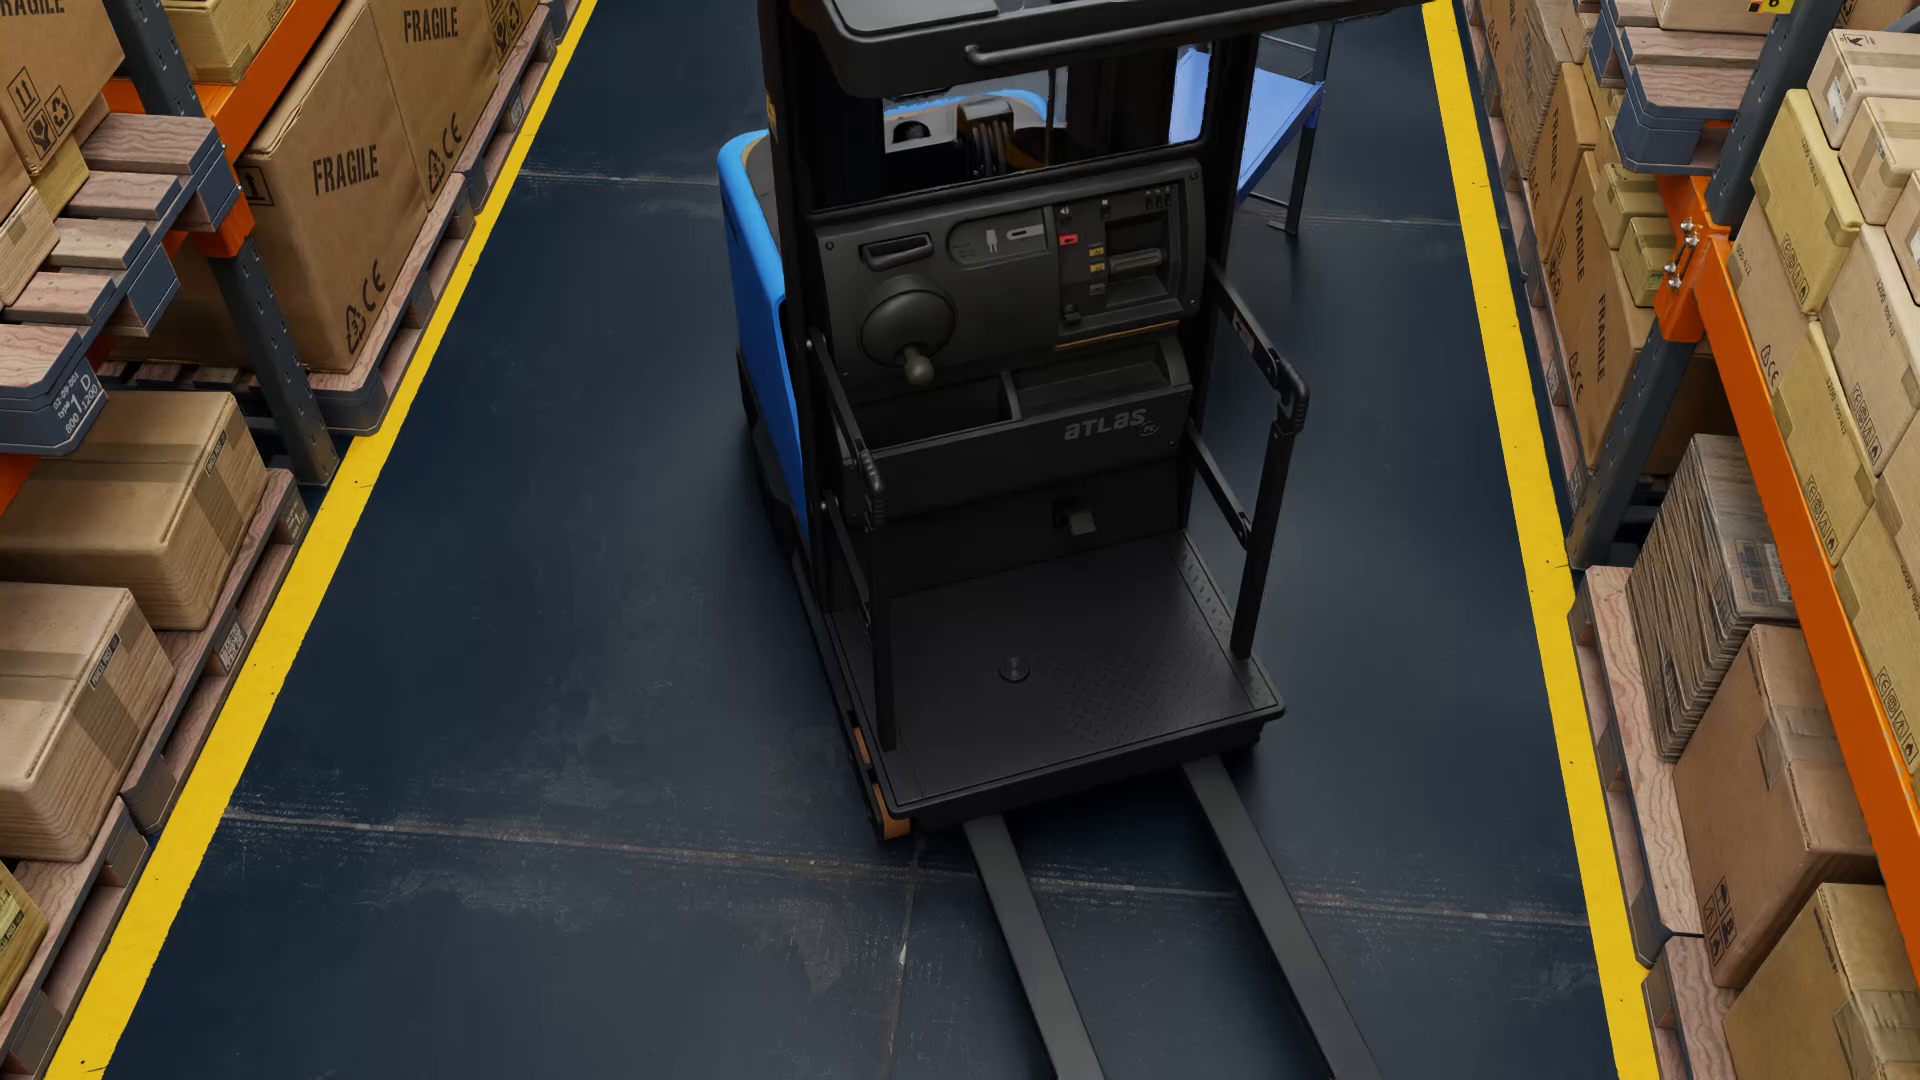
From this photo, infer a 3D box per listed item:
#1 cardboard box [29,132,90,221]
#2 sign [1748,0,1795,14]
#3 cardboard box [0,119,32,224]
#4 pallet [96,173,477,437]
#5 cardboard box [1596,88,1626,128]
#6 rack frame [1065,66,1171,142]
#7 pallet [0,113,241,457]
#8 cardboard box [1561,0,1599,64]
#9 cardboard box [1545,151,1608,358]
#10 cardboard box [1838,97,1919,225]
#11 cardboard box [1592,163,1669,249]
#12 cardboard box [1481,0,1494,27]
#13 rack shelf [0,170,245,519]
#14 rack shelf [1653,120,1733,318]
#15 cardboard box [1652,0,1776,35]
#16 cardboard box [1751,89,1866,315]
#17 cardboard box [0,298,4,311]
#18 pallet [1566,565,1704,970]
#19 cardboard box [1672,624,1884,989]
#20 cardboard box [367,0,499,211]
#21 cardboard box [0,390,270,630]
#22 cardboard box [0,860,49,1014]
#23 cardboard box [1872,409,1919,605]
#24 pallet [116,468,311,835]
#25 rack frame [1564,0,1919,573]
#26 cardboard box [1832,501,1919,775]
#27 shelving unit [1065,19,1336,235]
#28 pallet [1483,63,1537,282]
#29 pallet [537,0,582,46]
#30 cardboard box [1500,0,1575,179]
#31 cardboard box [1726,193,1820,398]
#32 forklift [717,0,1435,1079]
[{"bbox_3d":[-2.293,-0.855,3.885,0.380,0.149,0.250,5,48,4],"label":"cardboard box"},{"bbox_3d":[1.857,-1.319,3.693,0.100,0.325,0.005,4,48,4],"label":"sign"},{"bbox_3d":[-2.346,-0.799,3.394,0.500,0.500,0.500,3,48,3],"label":"cardboard box"},{"bbox_3d":[-2.398,-0.890,5.921,1.003,0.211,1.213,4,48,4],"label":"pallet"},{"bbox_3d":[2.322,-1.406,5.473,0.380,0.149,0.250,5,48,5],"label":"cardboard box"},{"bbox_3d":[0.552,-1.117,5.255,0.500,1.500,0.032,23,52,20],"label":"rack frame"},{"bbox_3d":[-2.504,-0.661,3.952,1.213,0.211,1.003,4,48,4],"label":"pallet"},{"bbox_3d":[2.340,-1.795,5.829,0.380,0.149,0.250,2,48,2],"label":"cardboard box"},{"bbox_3d":[2.279,-0.916,5.464,0.500,0.500,0.500,3,48,3],"label":"cardboard box"},{"bbox_3d":[2.053,-0.767,3.412,0.380,0.149,0.250,5,48,4],"label":"cardboard box"},{"bbox_3d":[2.185,-1.025,5.124,0.380,0.149,0.250,2,48,2],"label":"cardboard box"},{"bbox_3d":[2.456,-2.430,6.850,0.500,0.500,0.500,3,48,3],"label":"cardboard box"},{"bbox_3d":[-2.727,0.456,3.288,1.077,0.370,4.000,4,48,4],"label":"rack shelf"},{"bbox_3d":[2.580,-2.152,5.673,1.077,0.370,4.000,4,48,4],"label":"rack shelf"},{"bbox_3d":[2.076,-1.491,4.466,0.380,0.149,0.250,5,48,4],"label":"cardboard box"},{"bbox_3d":[2.090,-0.735,3.653,0.500,0.250,0.500,4,48,3],"label":"cardboard box"},{"bbox_3d":[-2.302,-0.482,3.544,0.380,0.149,0.250,2,48,2],"label":"cardboard box"},{"bbox_3d":[2.284,0.618,4.542,1.003,0.211,1.213,4,48,4],"label":"pallet"},{"bbox_3d":[2.276,0.673,3.927,0.875,0.625,0.625,5,48,5],"label":"cardboard box"},{"bbox_3d":[-2.314,-1.838,6.054,0.875,0.875,0.875,4,48,4],"label":"cardboard box"},{"bbox_3d":[-2.607,-0.097,4.802,0.950,0.372,0.625,1,48,1],"label":"cardboard box"},{"bbox_3d":[-2.741,1.003,3.796,0.950,0.372,0.625,5,48,5],"label":"cardboard box"},{"bbox_3d":[2.002,0.017,2.964,0.500,0.250,0.500,3,48,3],"label":"cardboard box"},{"bbox_3d":[-2.618,0.259,4.870,1.003,0.211,1.213,4,48,4],"label":"pallet"},{"bbox_3d":[2.398,-0.925,4.064,1.000,3.000,0.127,4,48,4],"label":"rack frame"},{"bbox_3d":[2.024,0.183,3.151,0.500,0.250,0.500,2,48,2],"label":"cardboard box"},{"bbox_3d":[0.806,-1.442,5.552,0.538,1.500,1.048,23,52,20],"label":"shelving unit"},{"bbox_3d":[2.618,-1.424,6.410,1.003,0.211,1.213,4,48,4],"label":"pallet"},{"bbox_3d":[-2.176,-2.683,7.560,1.003,0.211,1.213,4,48,4],"label":"pallet"},{"bbox_3d":[2.352,-1.683,6.166,0.500,0.500,0.500,2,48,2],"label":"cardboard box"},{"bbox_3d":[2.114,-0.565,3.836,0.500,0.250,0.500,4,48,4],"label":"cardboard box"},{"bbox_3d":[0.202,-0.520,3.740,1.130,2.935,3.031,-13,49,-12],"label":"forklift"}]
